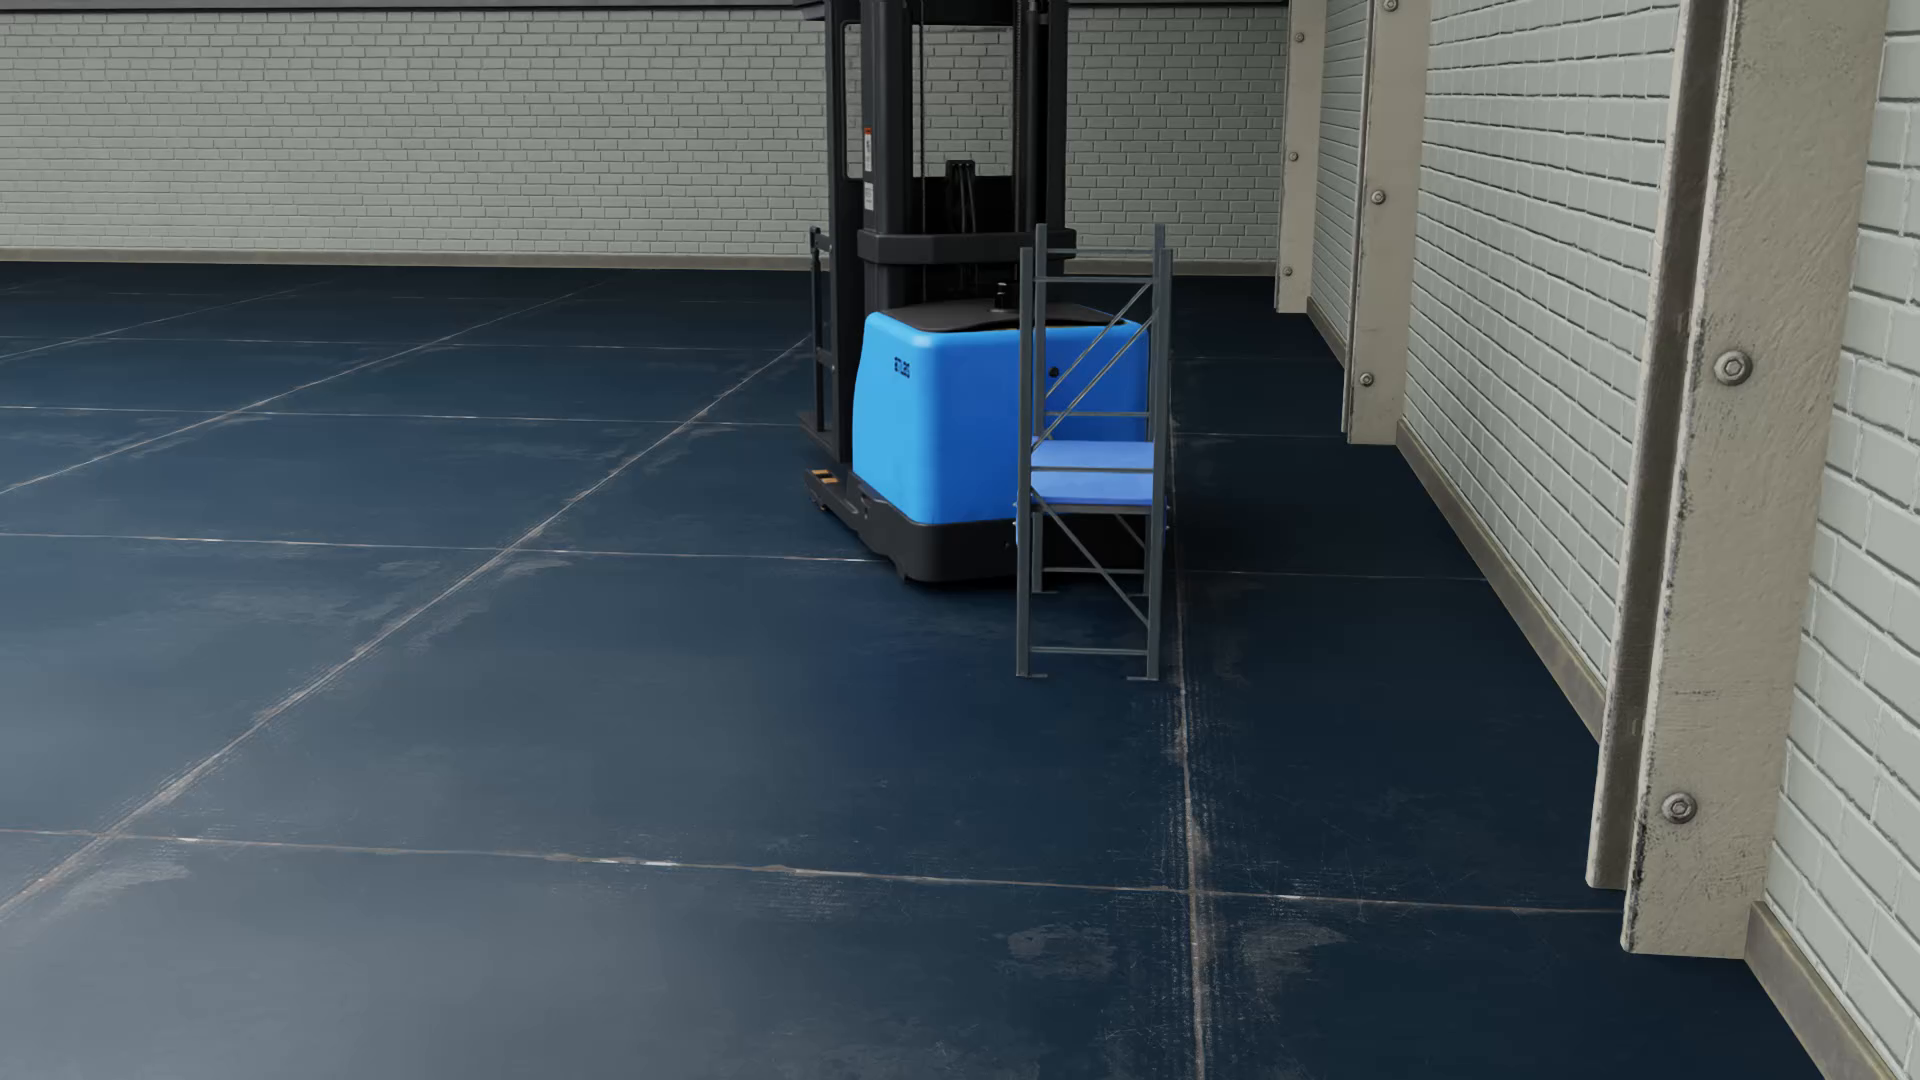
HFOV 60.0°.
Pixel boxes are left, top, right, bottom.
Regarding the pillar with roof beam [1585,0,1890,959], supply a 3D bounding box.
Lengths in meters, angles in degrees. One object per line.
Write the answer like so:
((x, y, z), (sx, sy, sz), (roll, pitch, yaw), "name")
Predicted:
((-2.502, -3.526, 3.464), (9.100, 9.000, 0.400), (2, 15, 6), "pillar with roof beam")

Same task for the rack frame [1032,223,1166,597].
((0.545, -0.499, 6.634), (0.500, 1.500, 0.032), (1, 15, 5), "rack frame")

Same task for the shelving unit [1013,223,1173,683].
((0.497, -0.367, 6.146), (0.538, 1.500, 1.048), (1, 15, 5), "shelving unit")

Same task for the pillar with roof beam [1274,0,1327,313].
((-1.148, -6.639, 14.974), (9.100, 9.000, 0.400), (2, 15, 6), "pillar with roof beam")

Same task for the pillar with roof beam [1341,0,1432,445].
((-1.825, -5.083, 9.219), (9.100, 9.000, 0.400), (2, 15, 6), "pillar with roof beam")

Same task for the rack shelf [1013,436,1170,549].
((0.497, -0.193, 6.193), (0.538, 0.185, 1.000), (1, 15, 5), "rack shelf")

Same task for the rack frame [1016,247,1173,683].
((0.449, -0.235, 5.657), (0.500, 1.500, 0.032), (1, 15, 5), "rack frame")

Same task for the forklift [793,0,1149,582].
((-0.147, -1.585, 7.907), (1.130, 2.935, 3.031), (-5, 16, -17), "forklift")
